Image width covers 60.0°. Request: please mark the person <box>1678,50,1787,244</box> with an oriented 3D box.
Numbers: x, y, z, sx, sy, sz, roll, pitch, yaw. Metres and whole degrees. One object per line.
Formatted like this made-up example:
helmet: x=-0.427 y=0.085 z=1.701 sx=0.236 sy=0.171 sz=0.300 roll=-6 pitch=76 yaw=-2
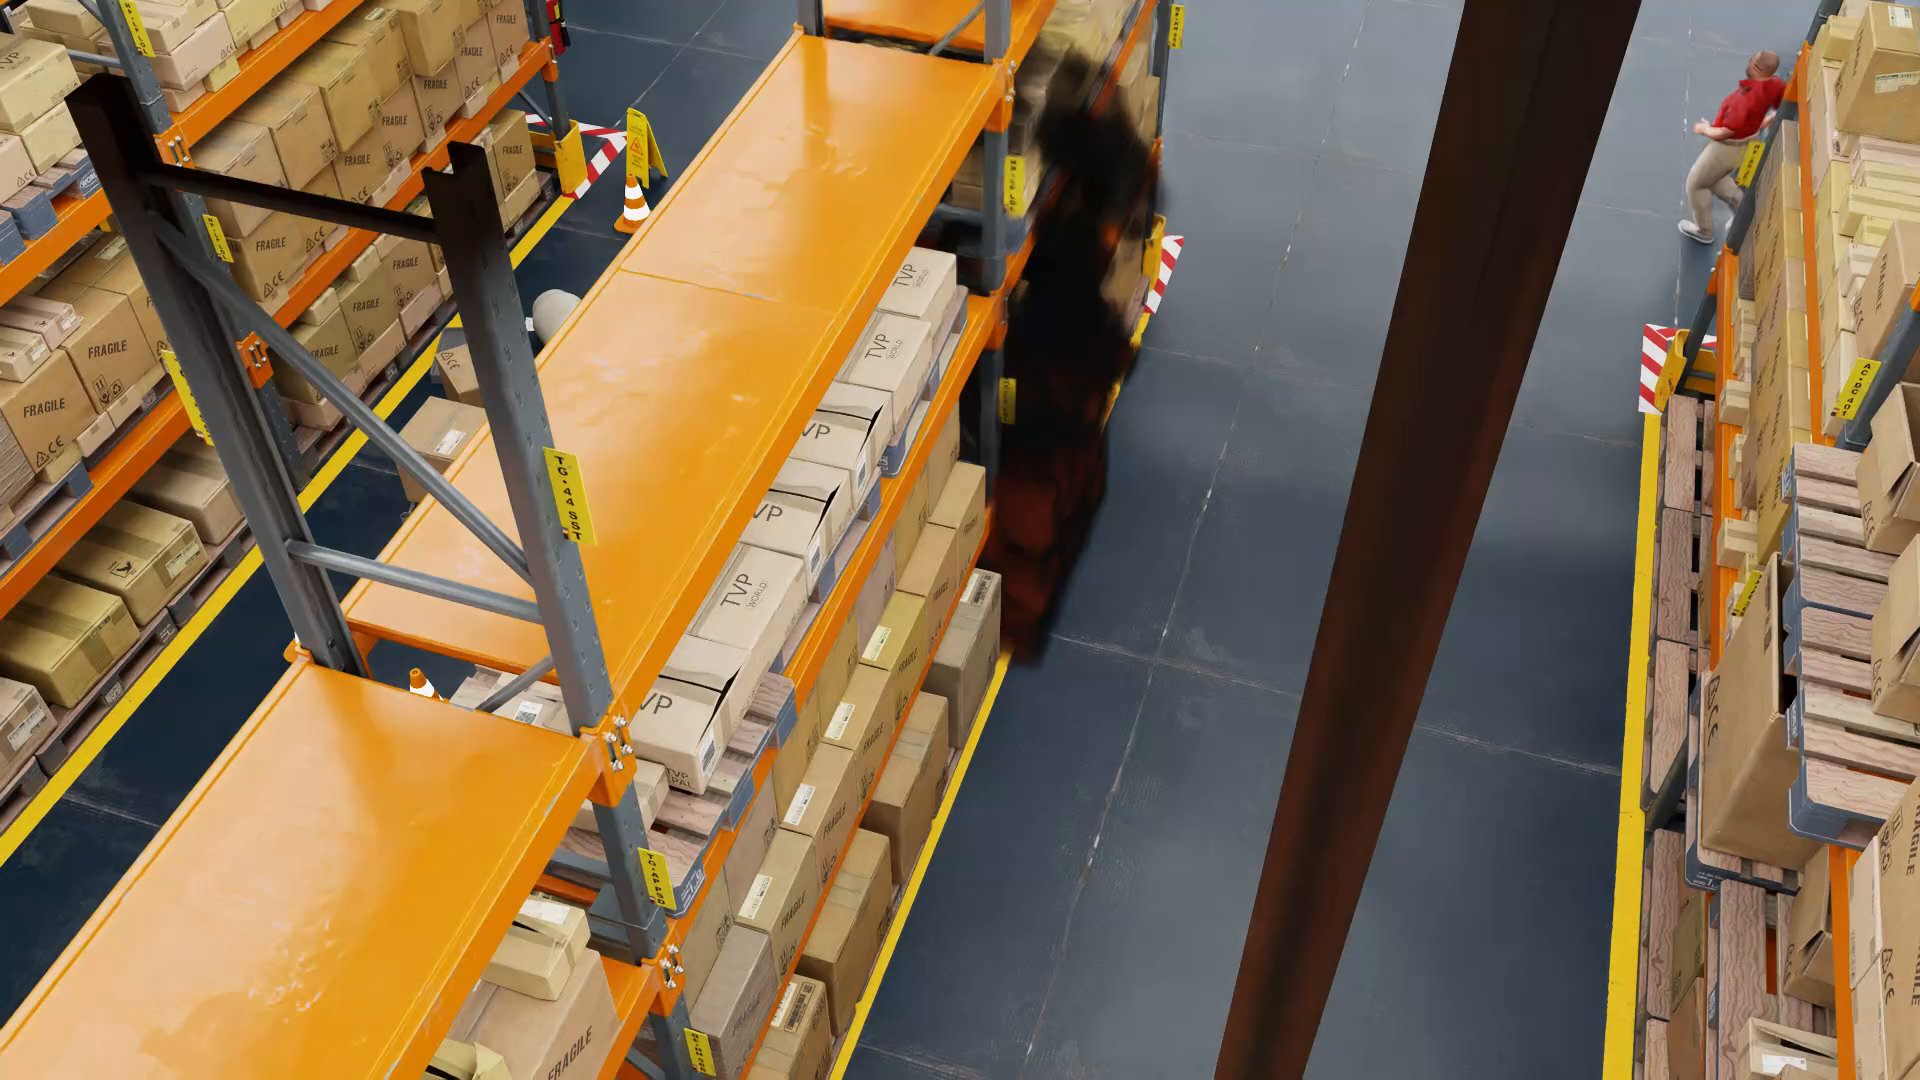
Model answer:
person: x=6.005 y=-3.064 z=12.957 sx=0.675 sy=1.664 sz=0.580 roll=-26 pitch=51 yaw=-23
